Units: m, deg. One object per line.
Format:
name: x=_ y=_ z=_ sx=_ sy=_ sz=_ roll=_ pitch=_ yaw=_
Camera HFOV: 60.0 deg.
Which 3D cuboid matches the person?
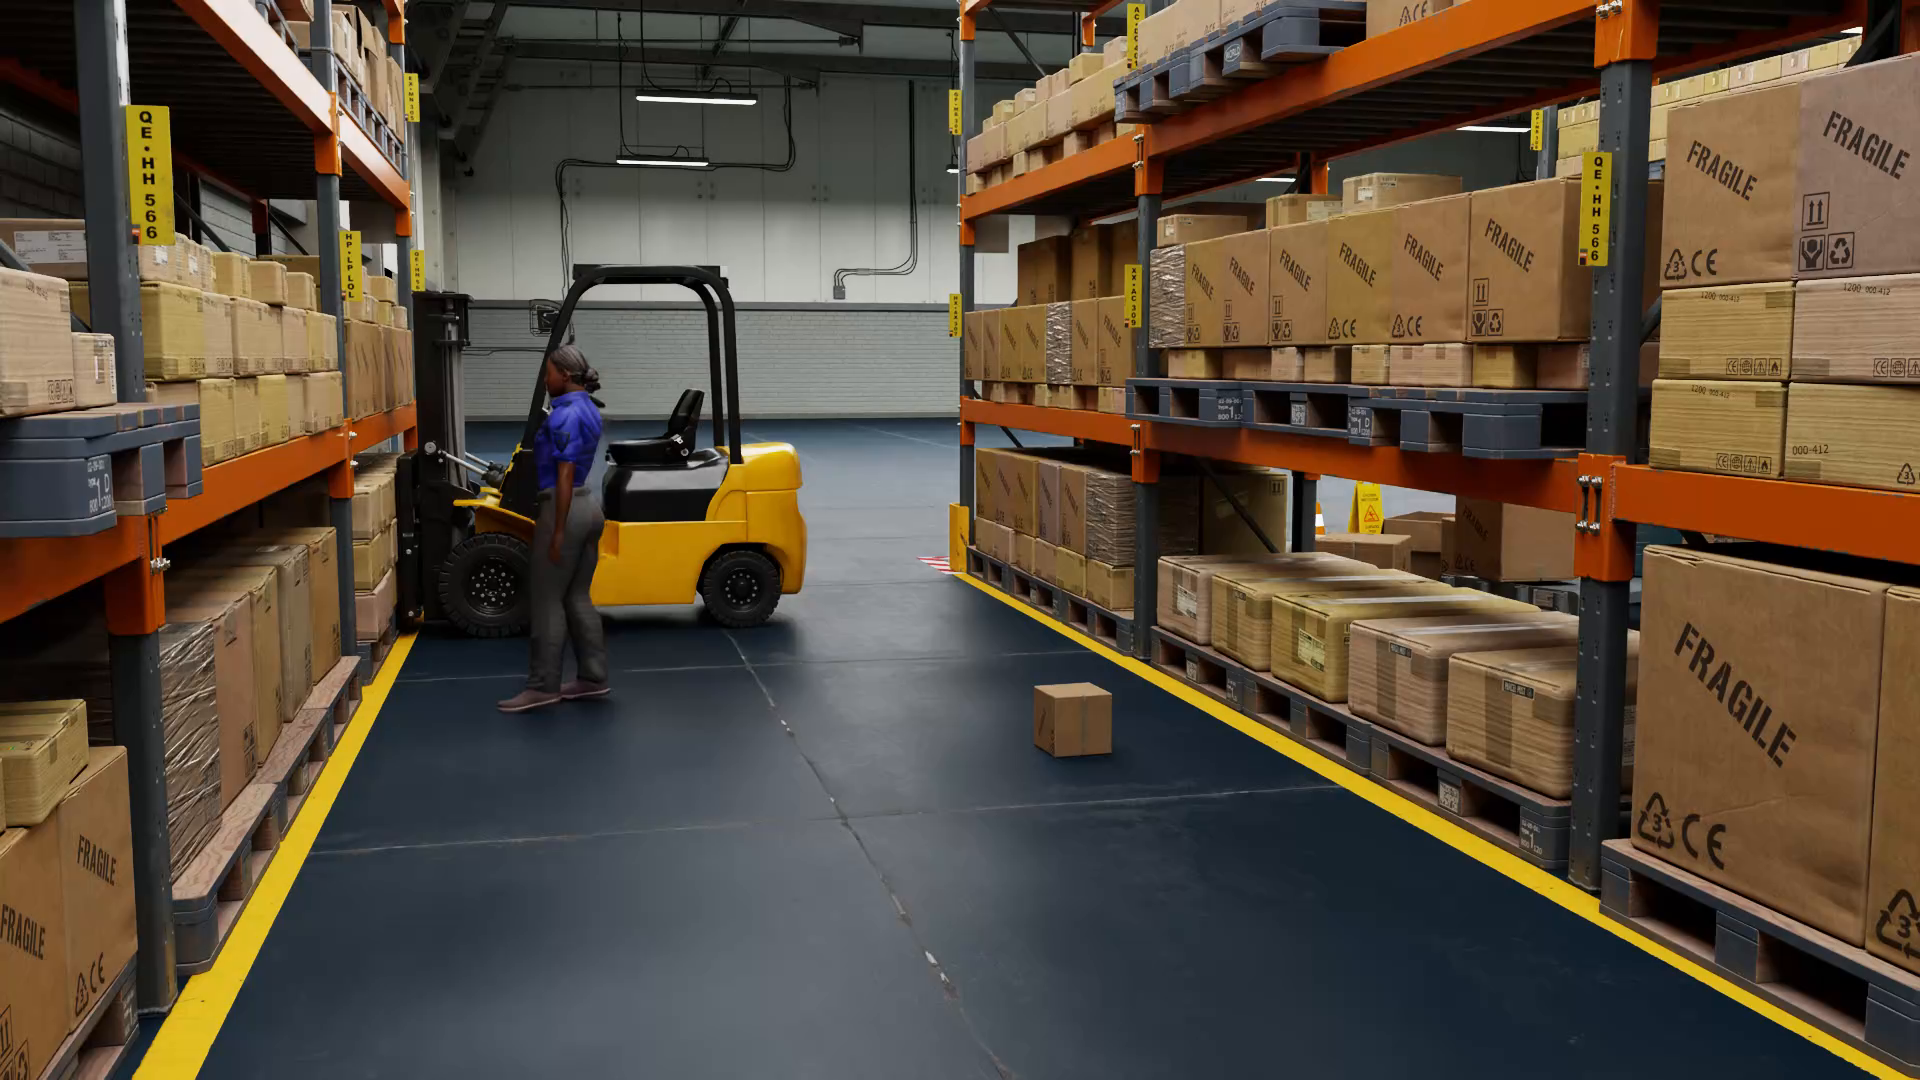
person: x=-1.880 y=-0.060 z=7.692 sx=0.462 sy=1.679 sz=0.485 roll=1 pitch=6 yaw=6
